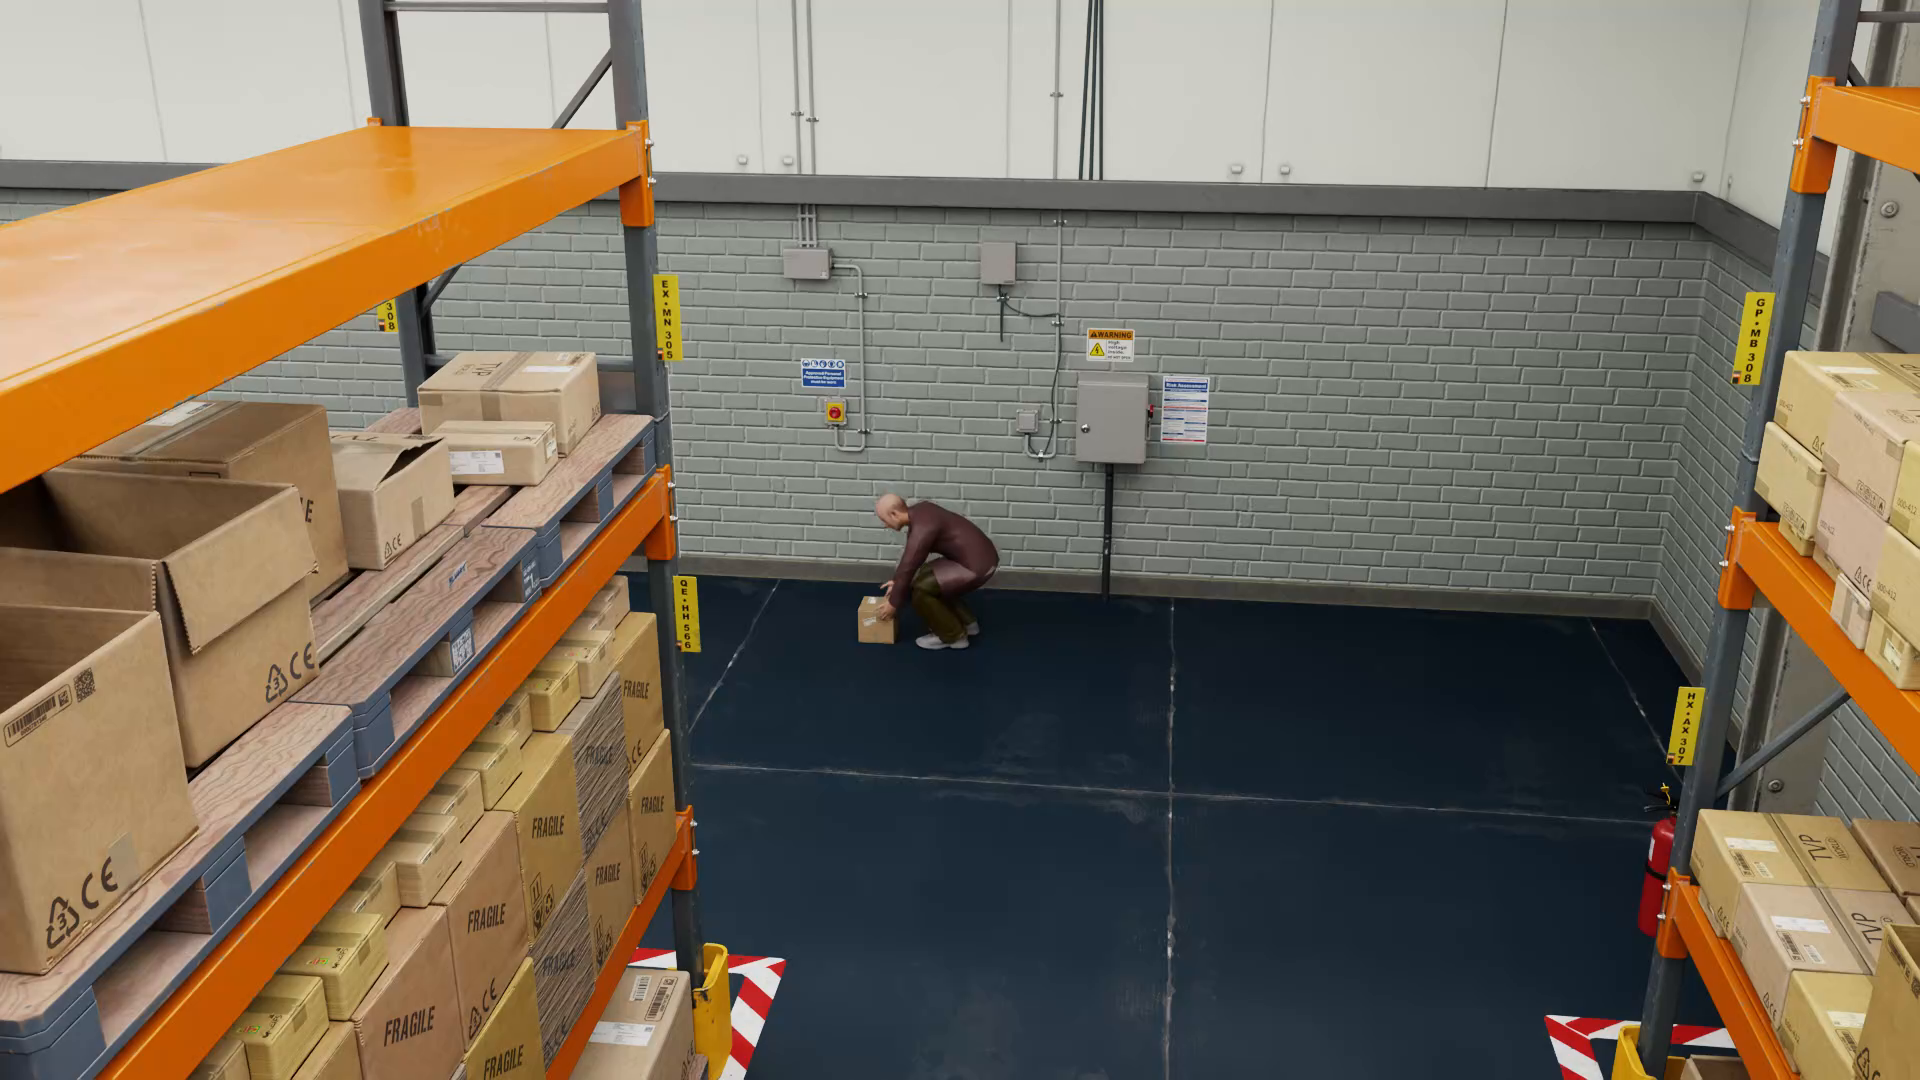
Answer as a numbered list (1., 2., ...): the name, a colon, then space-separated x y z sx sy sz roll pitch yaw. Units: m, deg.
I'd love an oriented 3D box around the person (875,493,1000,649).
1. person: -0.163 0.201 11.540 0.867 1.092 0.616 2 21 6
